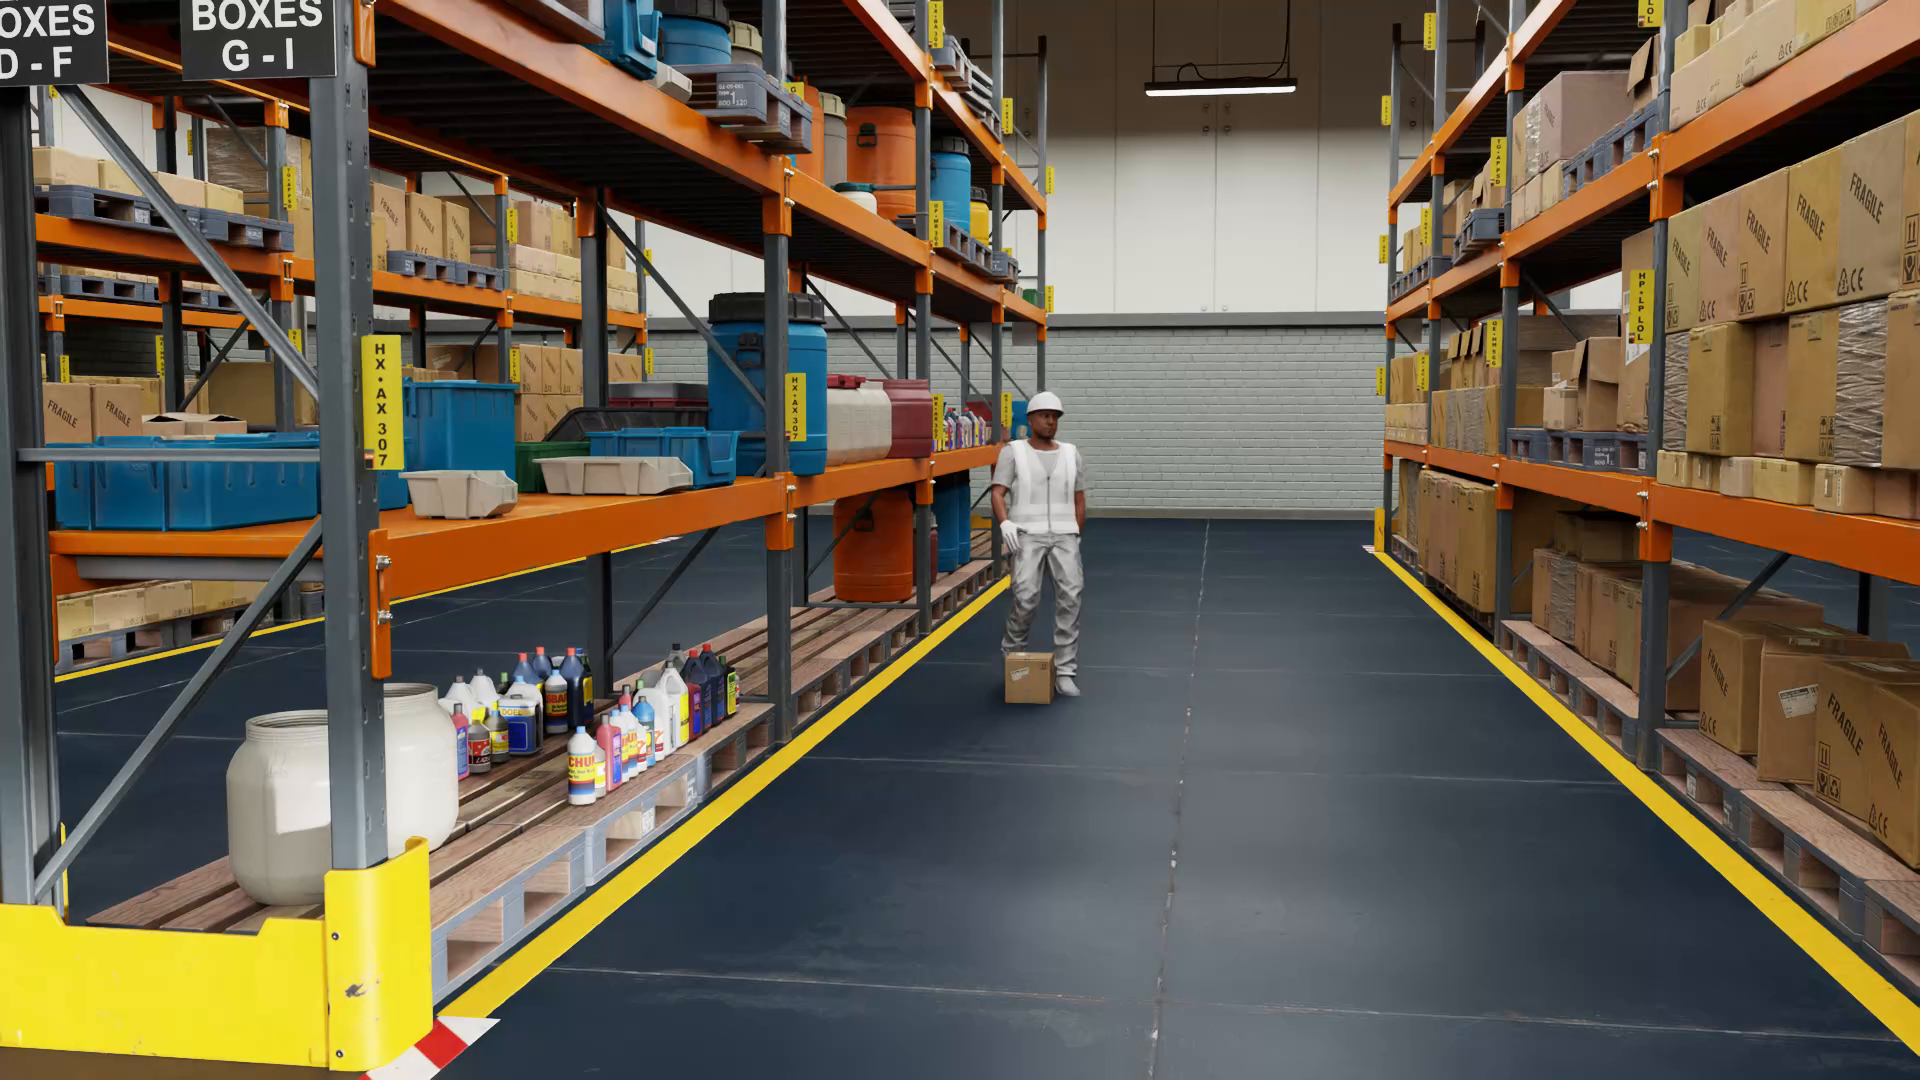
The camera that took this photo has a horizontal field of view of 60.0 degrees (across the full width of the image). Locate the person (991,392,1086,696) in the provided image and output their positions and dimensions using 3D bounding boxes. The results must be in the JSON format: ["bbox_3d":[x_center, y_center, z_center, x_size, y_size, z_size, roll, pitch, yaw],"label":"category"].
[{"bbox_3d":[0.504,0.011,9.719,0.608,1.755,0.657,-1,5,-12],"label":"person"}]
